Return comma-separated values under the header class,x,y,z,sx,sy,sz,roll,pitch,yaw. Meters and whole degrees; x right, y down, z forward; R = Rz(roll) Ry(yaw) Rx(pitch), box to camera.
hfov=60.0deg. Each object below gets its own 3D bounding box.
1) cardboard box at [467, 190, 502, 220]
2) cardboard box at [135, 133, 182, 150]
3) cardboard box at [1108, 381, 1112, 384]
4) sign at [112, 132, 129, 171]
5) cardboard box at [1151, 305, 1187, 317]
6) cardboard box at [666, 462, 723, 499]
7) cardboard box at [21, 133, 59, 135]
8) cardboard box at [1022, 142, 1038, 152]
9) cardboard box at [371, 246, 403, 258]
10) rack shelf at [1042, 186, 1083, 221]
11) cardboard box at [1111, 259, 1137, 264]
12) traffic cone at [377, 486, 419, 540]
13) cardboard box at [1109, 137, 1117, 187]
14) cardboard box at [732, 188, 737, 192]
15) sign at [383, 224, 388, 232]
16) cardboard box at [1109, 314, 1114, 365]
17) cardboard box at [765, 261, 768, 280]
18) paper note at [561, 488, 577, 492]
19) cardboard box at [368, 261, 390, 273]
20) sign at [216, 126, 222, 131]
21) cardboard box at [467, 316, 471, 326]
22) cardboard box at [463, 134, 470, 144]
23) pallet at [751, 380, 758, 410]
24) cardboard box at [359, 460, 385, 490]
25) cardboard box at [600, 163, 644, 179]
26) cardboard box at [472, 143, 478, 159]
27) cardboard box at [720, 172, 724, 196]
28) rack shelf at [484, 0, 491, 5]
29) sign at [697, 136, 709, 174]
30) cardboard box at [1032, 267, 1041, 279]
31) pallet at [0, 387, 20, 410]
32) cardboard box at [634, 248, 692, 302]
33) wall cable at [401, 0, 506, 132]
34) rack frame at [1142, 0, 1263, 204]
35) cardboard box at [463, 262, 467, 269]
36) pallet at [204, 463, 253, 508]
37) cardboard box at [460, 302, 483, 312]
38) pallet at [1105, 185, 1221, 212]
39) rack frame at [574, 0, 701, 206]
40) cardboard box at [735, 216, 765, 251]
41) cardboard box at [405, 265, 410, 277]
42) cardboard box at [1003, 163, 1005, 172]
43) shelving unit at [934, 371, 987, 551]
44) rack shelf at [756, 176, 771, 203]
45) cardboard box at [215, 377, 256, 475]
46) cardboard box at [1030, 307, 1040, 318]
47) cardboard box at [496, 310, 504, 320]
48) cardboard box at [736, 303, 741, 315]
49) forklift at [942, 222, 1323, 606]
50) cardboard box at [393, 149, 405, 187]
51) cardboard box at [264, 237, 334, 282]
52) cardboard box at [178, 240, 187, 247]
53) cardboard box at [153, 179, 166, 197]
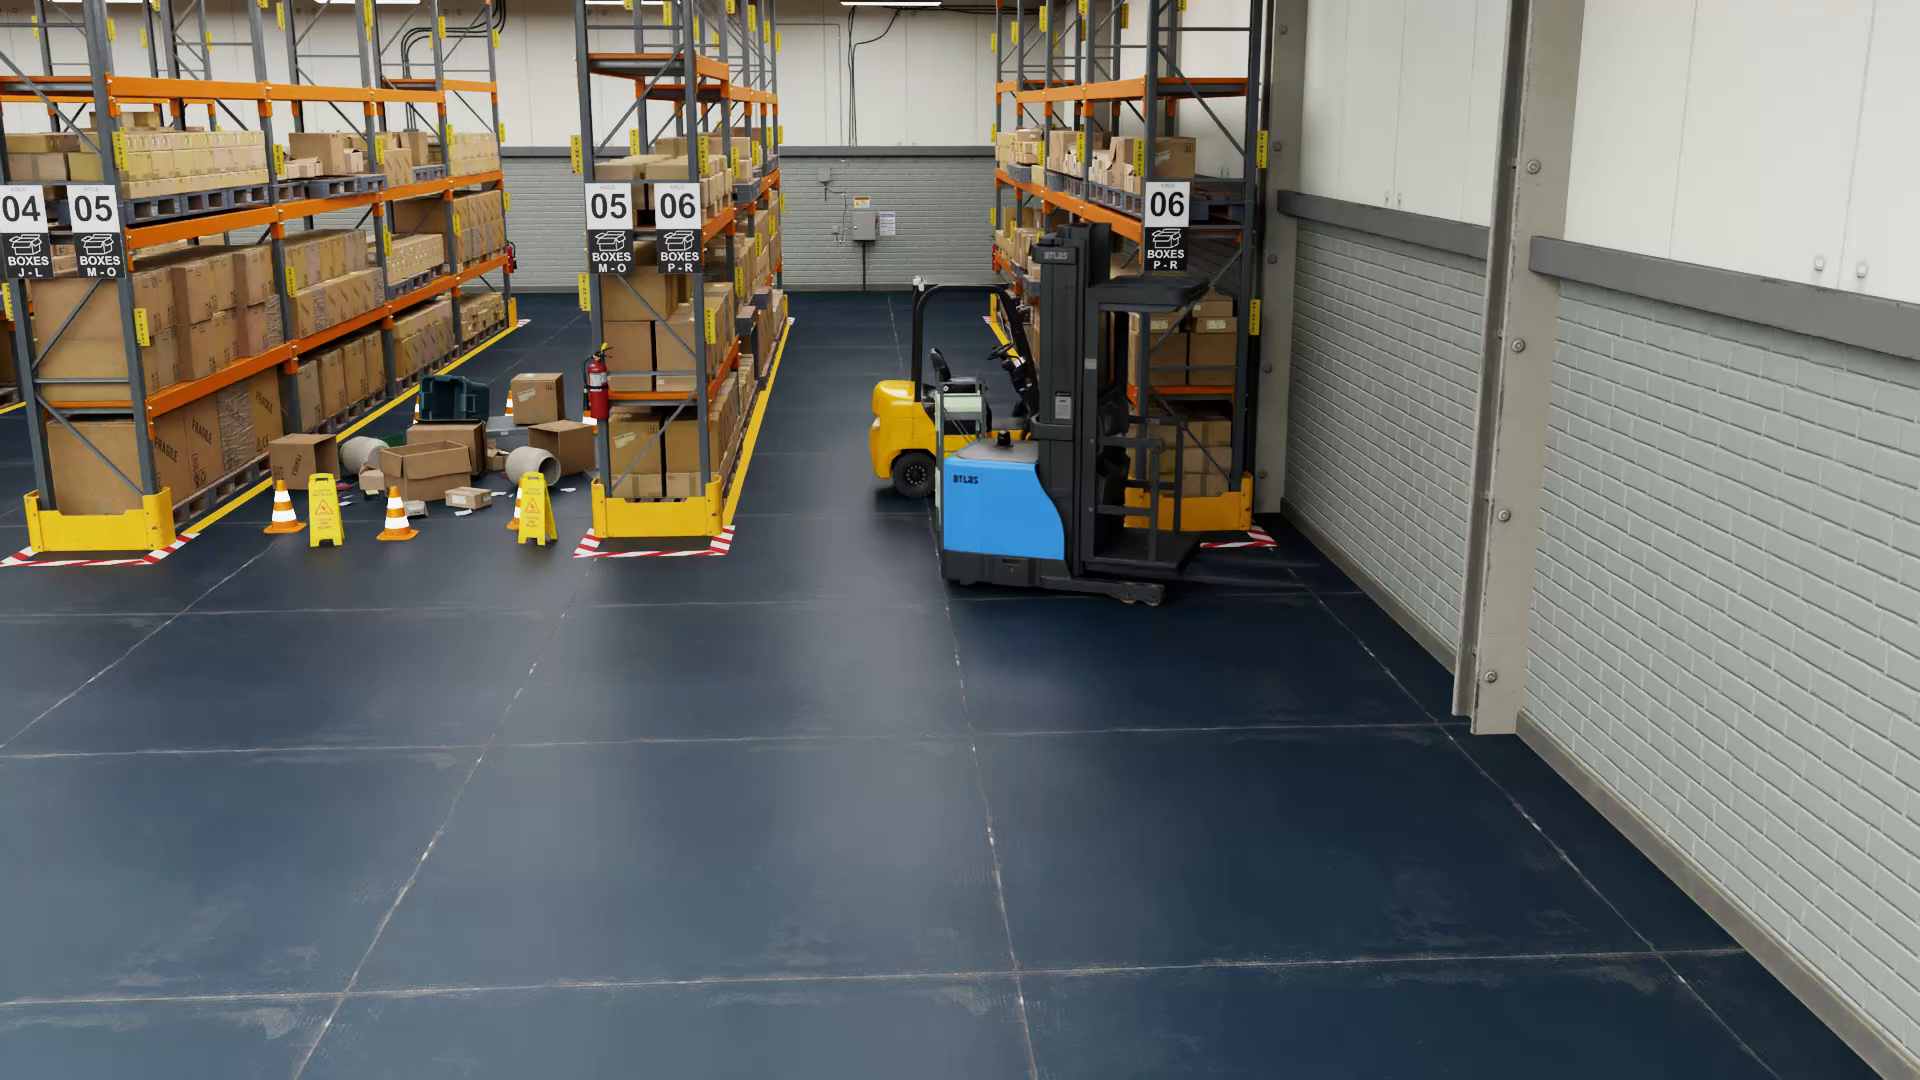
class,x,y,z,sx,sy,sz,roll,pitch,yaw
cardboard box,-8.453,-5.951,29.554,0.500,0.500,0.500,-1,14,-5
cardboard box,-7.503,-3.714,15.507,0.380,0.149,0.250,-1,14,-4
cardboard box,1.683,-1.558,17.956,0.500,0.250,0.500,0,14,-2
sign,-7.184,-3.326,14.224,0.100,0.325,0.005,-1,14,-3
cardboard box,1.918,-2.176,15.589,0.380,0.149,0.250,-1,14,-3
cardboard box,-2.578,-0.583,16.171,0.500,0.250,0.500,-1,14,-4
cardboard box,-13.338,-5.557,23.757,0.797,0.503,0.637,-1,14,-4
cardboard box,1.136,-5.895,24.984,0.380,0.149,0.250,-1,14,-3
cardboard box,-8.115,-4.076,23.538,0.380,0.149,0.250,-1,15,-6
rack shelf,1.778,-4.180,20.901,1.077,0.370,4.000,-1,14,-3
cardboard box,2.082,-3.542,21.496,0.380,0.149,0.250,-1,14,-4
traffic cone,-5.205,-0.263,15.343,0.336,0.463,0.334,-1,14,-3
cardboard box,1.918,-3.847,16.911,0.797,0.503,0.637,0,14,-2
cardboard box,-3.176,-4.620,20.958,0.797,0.503,0.637,-1,14,-3
sign,-9.023,-4.798,26.141,0.100,0.325,0.005,-1,14,-3
cardboard box,1.803,-2.007,16.830,0.500,0.500,0.500,-1,14,-4
cardboard box,-3.237,-4.184,25.791,0.500,0.250,0.500,-1,14,-4
paper note,-4.055,-0.526,17.233,0.142,0.019,0.148,-6,16,-23
cardboard box,-8.063,-3.743,22.843,0.380,0.149,0.250,0,14,-1
sign,-13.144,-7.180,29.500,0.100,0.325,0.005,-1,14,-3
cardboard box,-8.355,-3.640,27.658,0.380,0.149,0.250,-2,15,-6
cardboard box,-8.291,-6.608,27.391,0.380,0.149,0.250,0,14,-1
pallet,-3.252,-1.951,22.409,1.003,0.211,1.213,-1,14,-3
cardboard box,-6.041,-0.676,17.346,0.396,0.266,0.258,2,15,6
cardboard box,-3.097,-3.368,15.203,0.380,0.149,0.250,-1,14,-2
cardboard box,-8.365,-6.515,27.830,0.500,0.250,0.500,-2,15,-6
cardboard box,-2.706,-3.667,17.166,0.500,0.250,0.500,-1,14,-4
rack shelf,-8.605,-9.053,27.150,1.077,0.370,4.000,-1,14,-3
sign,-2.262,-3.391,14.634,0.100,0.325,0.005,-1,14,-3
cardboard box,1.231,-3.812,23.709,0.380,0.149,0.250,-1,14,-2
pallet,-13.143,-1.798,21.814,1.003,0.211,1.213,-1,14,-3
cardboard box,-3.104,-2.684,16.858,0.700,0.500,0.500,-1,14,-4
wall cable,-10.596,-11.255,34.479,2.277,5.999,0.120,-1,14,-3
rack frame,2.150,-4.489,14.638,1.000,3.000,0.127,-1,14,-3
cardboard box,-8.343,-4.539,27.376,0.380,0.149,0.250,-2,15,-6
pallet,-7.938,-0.554,16.982,1.003,0.211,1.213,-1,14,-3
cardboard box,-8.367,-3.978,28.375,0.380,0.149,0.250,-1,14,-3
pallet,2.054,-3.474,16.890,1.003,0.211,1.213,-1,14,-3
rack frame,-2.804,-4.412,14.337,1.000,3.000,0.127,-1,14,-3
cardboard box,-3.171,-4.533,24.639,0.500,0.500,0.500,-1,14,-3
cardboard box,-8.131,-3.857,23.884,0.380,0.149,0.250,0,14,-2
cardboard box,0.945,-6.428,28.699,0.380,0.149,0.250,-1,14,-3
shelving unit,0.000,-0.725,15.057,0.431,1.500,0.755,-1,14,-3
rack shelf,-3.423,-5.097,24.466,1.077,0.370,4.000,-1,14,-3
cardboard box,-7.957,-1.192,17.285,0.875,0.875,0.875,-1,14,-3
cardboard box,1.294,-3.520,25.782,0.380,0.149,0.250,-1,14,-4
cardboard box,-8.372,-4.016,29.719,0.380,0.149,0.250,0,14,-2
cardboard box,-2.771,-2.725,19.483,0.380,0.149,0.250,-1,14,-3
forklift,1.427,-1.043,13.421,3.031,2.935,1.130,5,15,18
cardboard box,-8.042,-5.166,23.087,0.500,0.500,0.500,-1,14,-3
cardboard box,-8.117,-3.435,20.372,0.700,0.500,0.500,-1,14,-4
cardboard box,-13.292,-4.905,27.999,0.500,0.250,0.500,-1,14,-3
cardboard box,-7.471,-3.203,15.121,0.380,0.149,0.250,-1,14,-3
